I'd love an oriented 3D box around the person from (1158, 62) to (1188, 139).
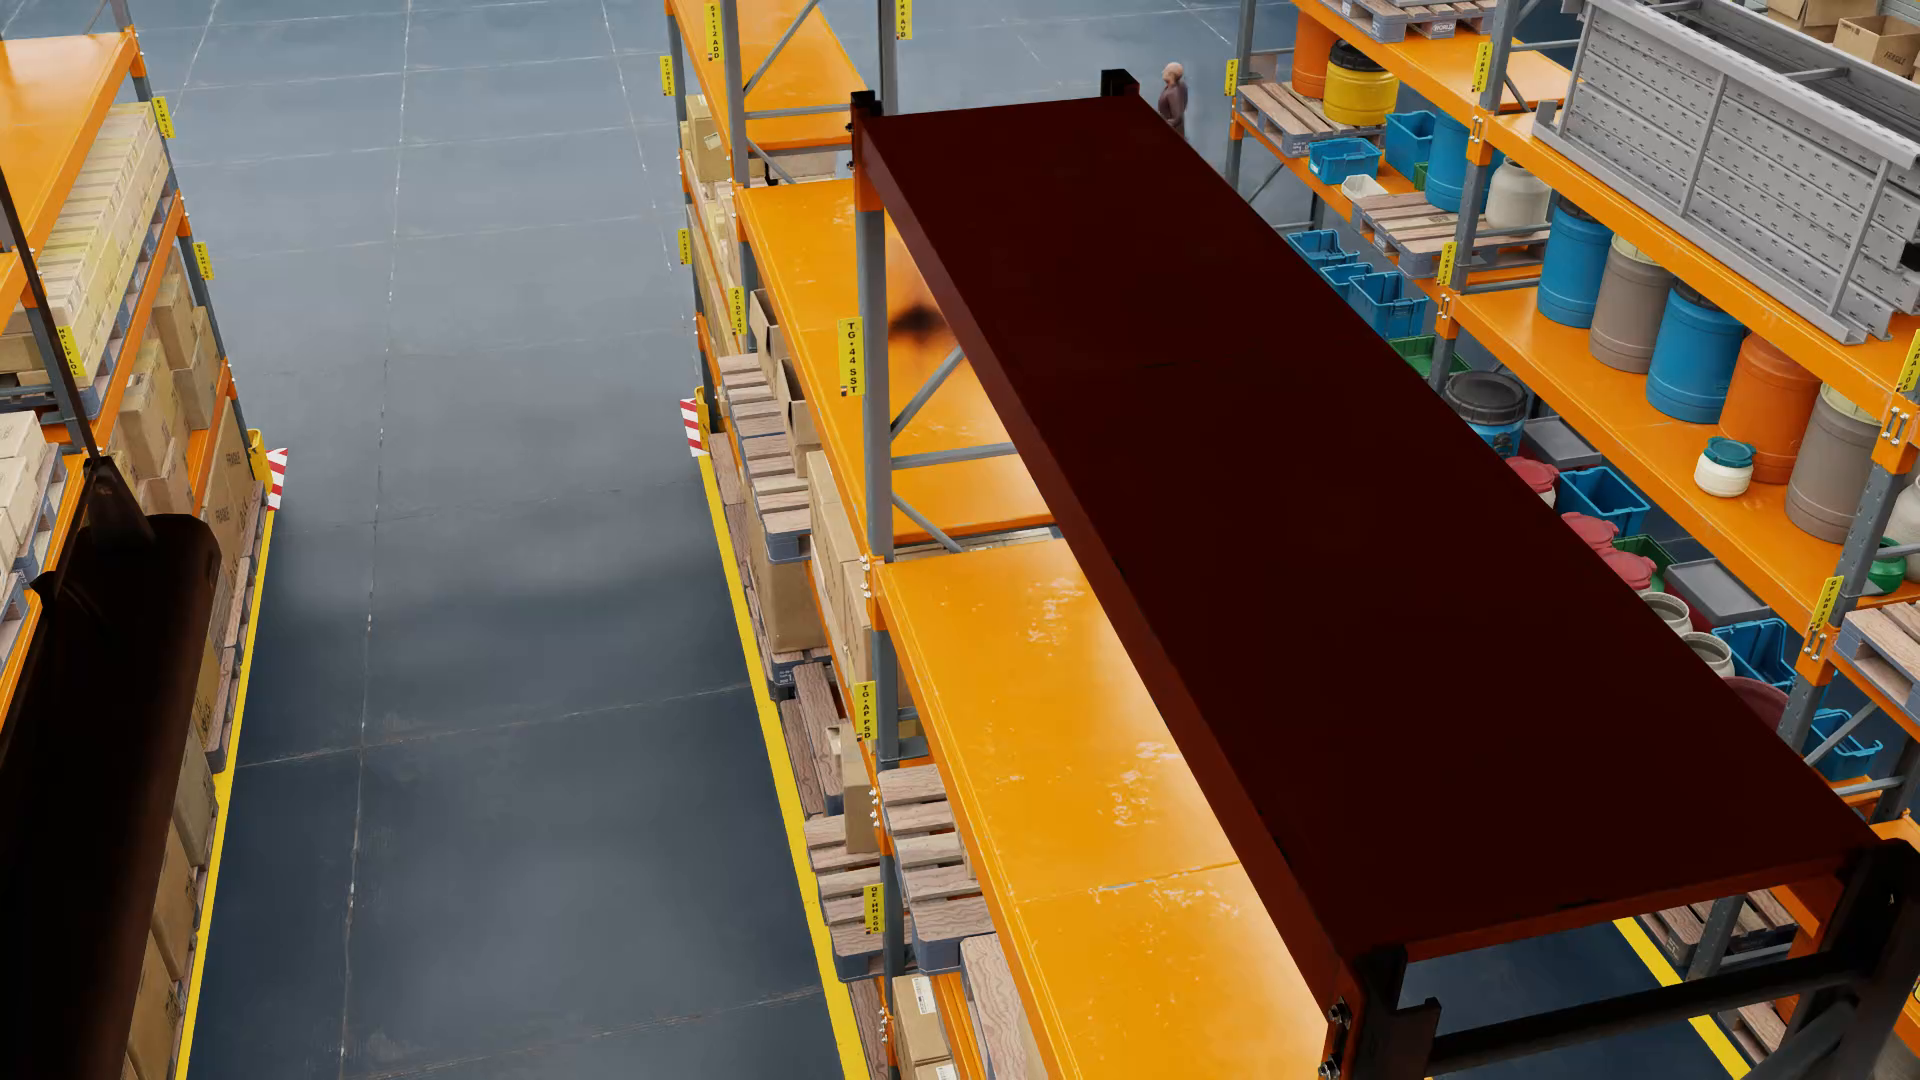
[{"bbox_3d":[2.516,-4.695,19.421,0.735,1.758,0.712,6,35,9],"label":"person"}]
